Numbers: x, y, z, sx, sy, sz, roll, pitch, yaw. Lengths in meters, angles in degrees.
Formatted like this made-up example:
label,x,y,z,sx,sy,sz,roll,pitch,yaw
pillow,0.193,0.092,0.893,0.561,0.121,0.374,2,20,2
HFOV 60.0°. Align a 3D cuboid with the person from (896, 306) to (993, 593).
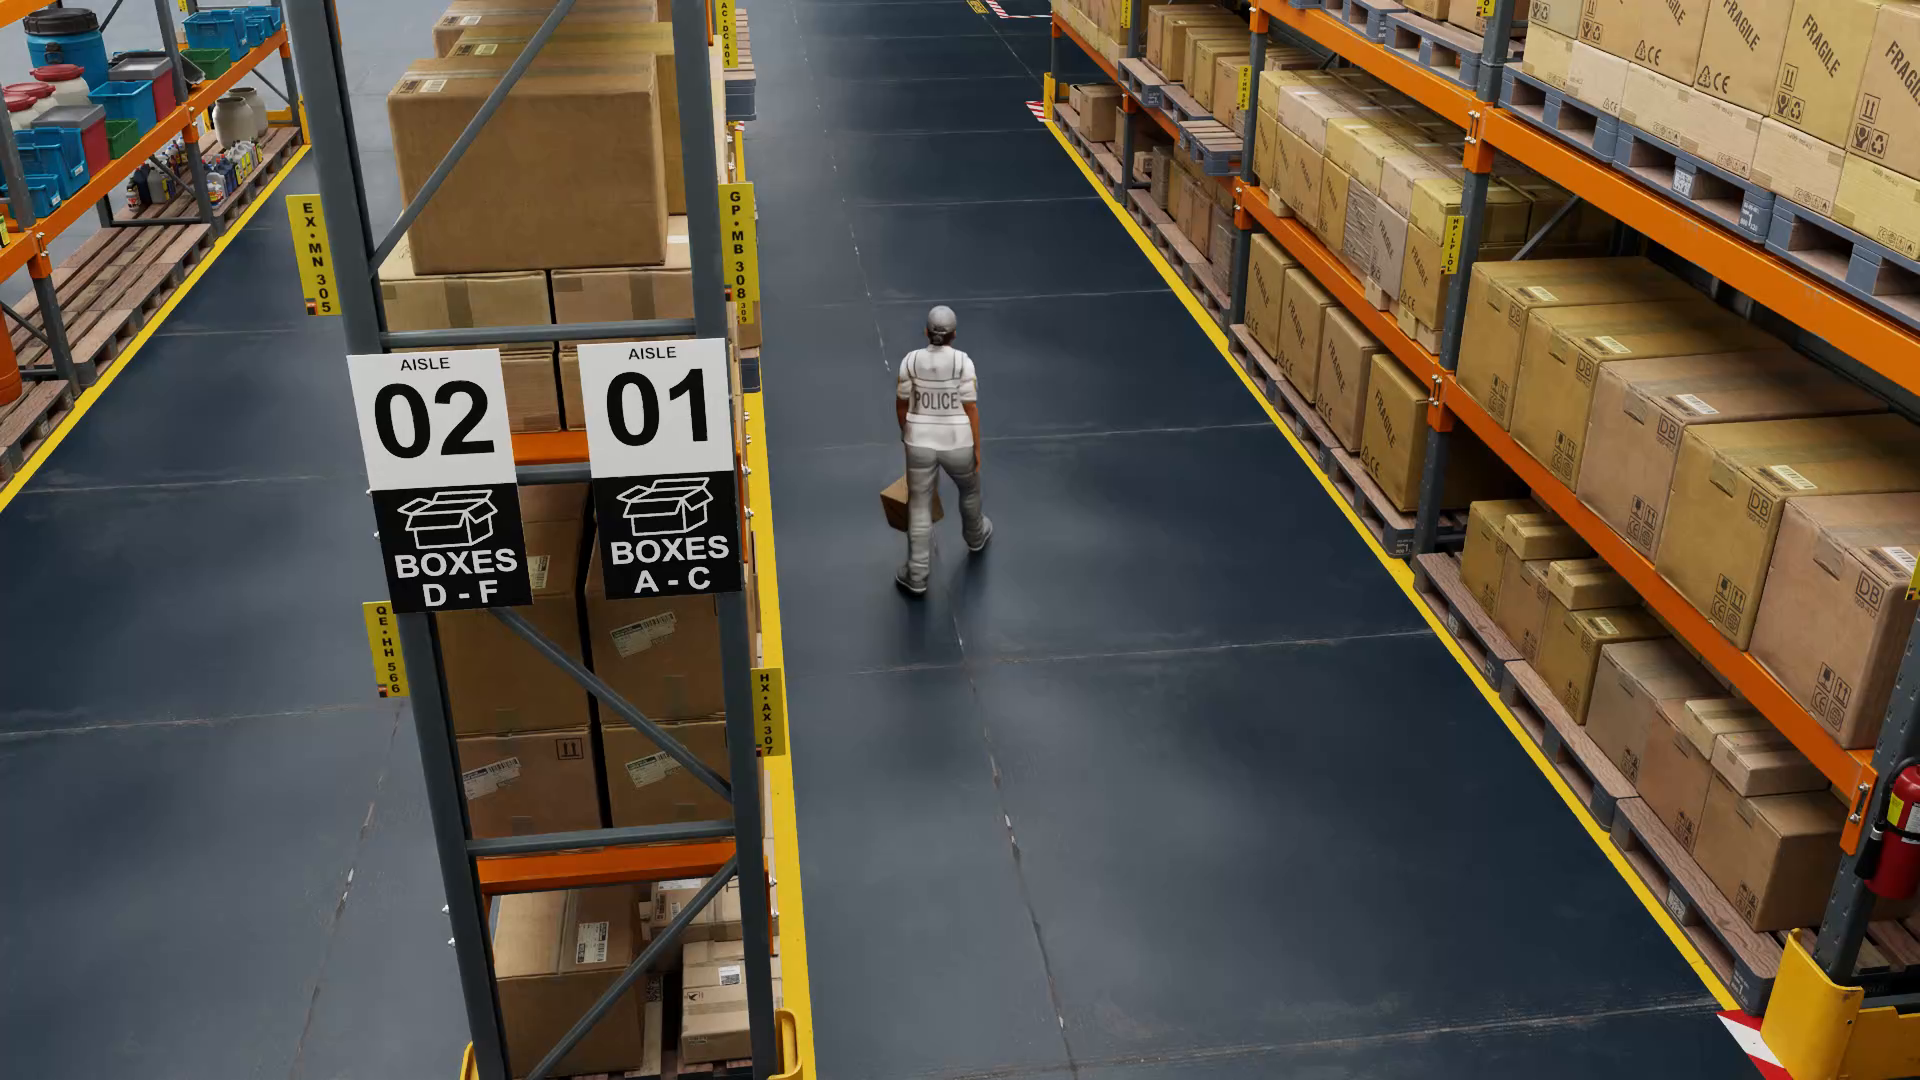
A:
label,x,y,z,sx,sy,sz,roll,pitch,yaw
person,-0.113,-0.577,9.758,0.526,1.612,0.923,4,28,7
